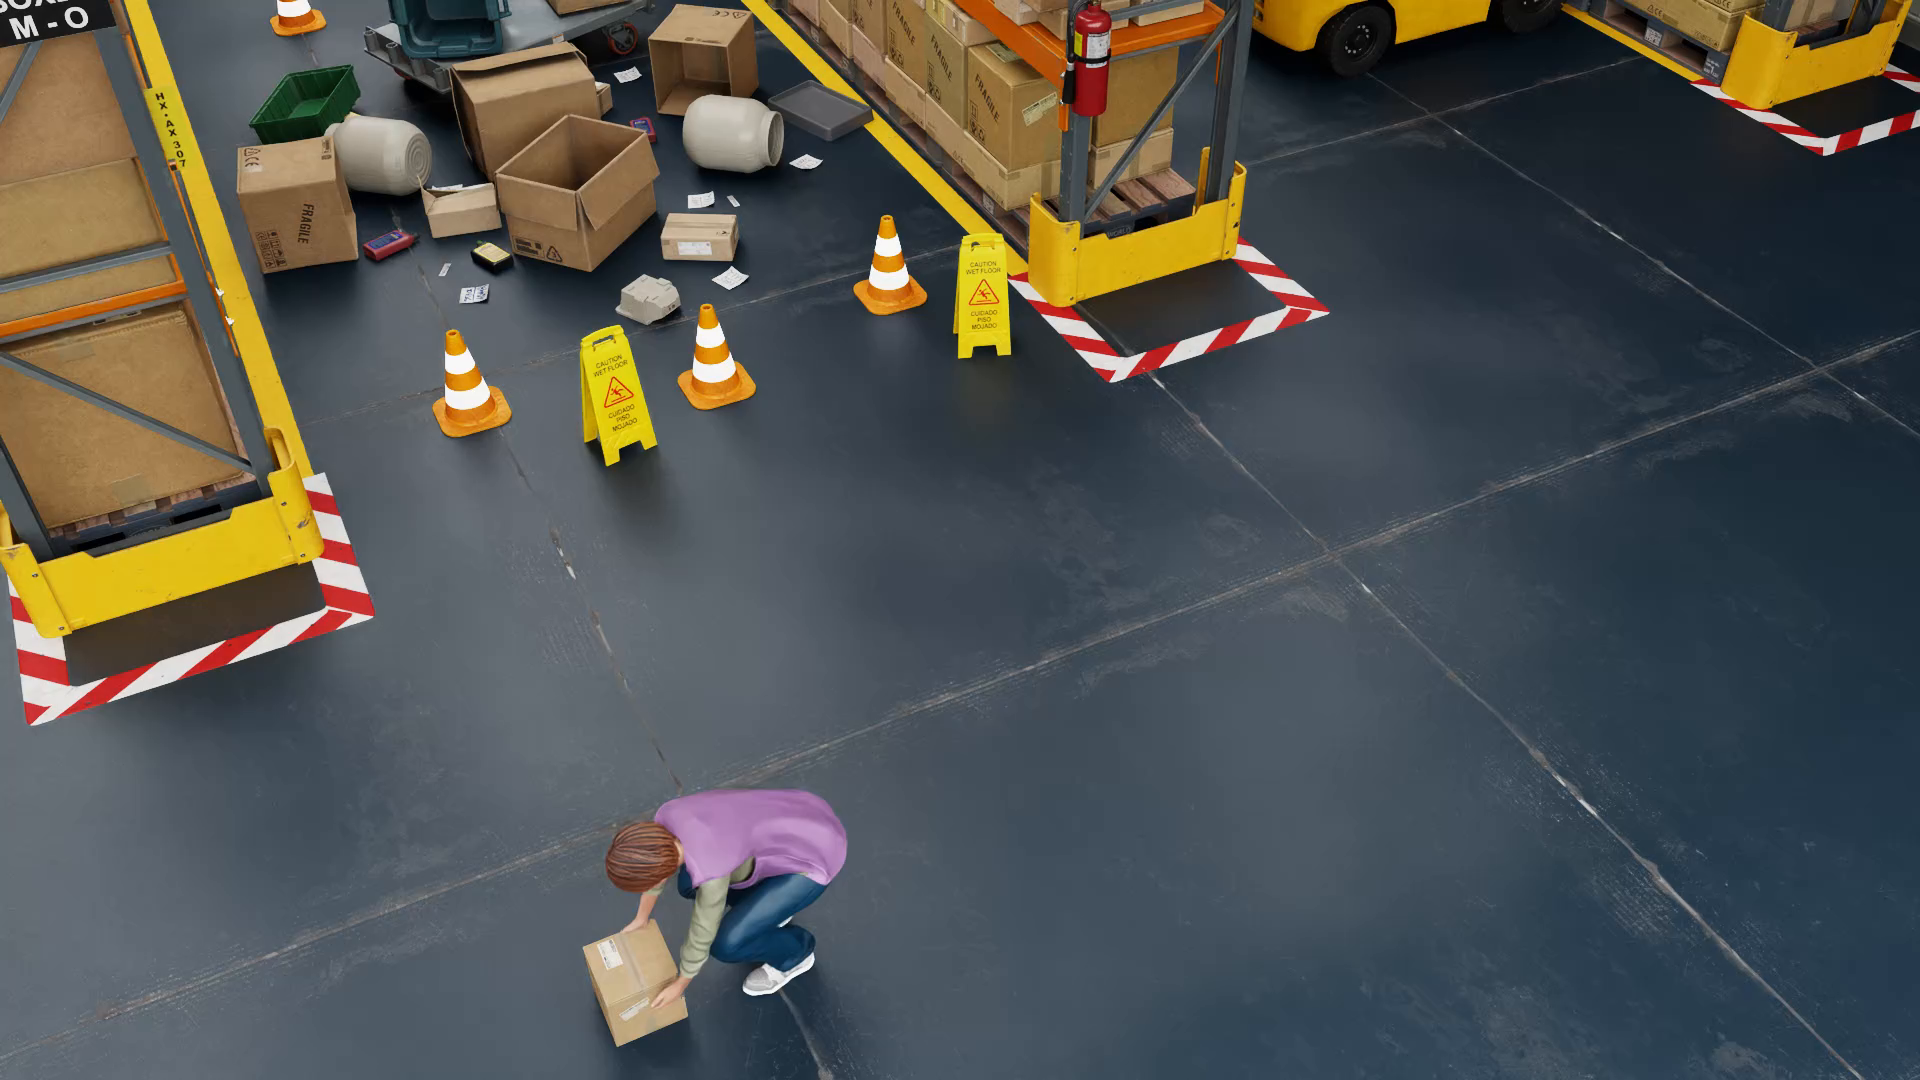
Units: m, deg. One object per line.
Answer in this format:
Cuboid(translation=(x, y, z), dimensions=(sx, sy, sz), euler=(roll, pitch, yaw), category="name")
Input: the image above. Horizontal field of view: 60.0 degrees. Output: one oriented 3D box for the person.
Cuboid(translation=(-0.735, 1.123, 5.417), dimensions=(0.788, 0.927, 0.448), euler=(-19, 45, -20), category="person")
